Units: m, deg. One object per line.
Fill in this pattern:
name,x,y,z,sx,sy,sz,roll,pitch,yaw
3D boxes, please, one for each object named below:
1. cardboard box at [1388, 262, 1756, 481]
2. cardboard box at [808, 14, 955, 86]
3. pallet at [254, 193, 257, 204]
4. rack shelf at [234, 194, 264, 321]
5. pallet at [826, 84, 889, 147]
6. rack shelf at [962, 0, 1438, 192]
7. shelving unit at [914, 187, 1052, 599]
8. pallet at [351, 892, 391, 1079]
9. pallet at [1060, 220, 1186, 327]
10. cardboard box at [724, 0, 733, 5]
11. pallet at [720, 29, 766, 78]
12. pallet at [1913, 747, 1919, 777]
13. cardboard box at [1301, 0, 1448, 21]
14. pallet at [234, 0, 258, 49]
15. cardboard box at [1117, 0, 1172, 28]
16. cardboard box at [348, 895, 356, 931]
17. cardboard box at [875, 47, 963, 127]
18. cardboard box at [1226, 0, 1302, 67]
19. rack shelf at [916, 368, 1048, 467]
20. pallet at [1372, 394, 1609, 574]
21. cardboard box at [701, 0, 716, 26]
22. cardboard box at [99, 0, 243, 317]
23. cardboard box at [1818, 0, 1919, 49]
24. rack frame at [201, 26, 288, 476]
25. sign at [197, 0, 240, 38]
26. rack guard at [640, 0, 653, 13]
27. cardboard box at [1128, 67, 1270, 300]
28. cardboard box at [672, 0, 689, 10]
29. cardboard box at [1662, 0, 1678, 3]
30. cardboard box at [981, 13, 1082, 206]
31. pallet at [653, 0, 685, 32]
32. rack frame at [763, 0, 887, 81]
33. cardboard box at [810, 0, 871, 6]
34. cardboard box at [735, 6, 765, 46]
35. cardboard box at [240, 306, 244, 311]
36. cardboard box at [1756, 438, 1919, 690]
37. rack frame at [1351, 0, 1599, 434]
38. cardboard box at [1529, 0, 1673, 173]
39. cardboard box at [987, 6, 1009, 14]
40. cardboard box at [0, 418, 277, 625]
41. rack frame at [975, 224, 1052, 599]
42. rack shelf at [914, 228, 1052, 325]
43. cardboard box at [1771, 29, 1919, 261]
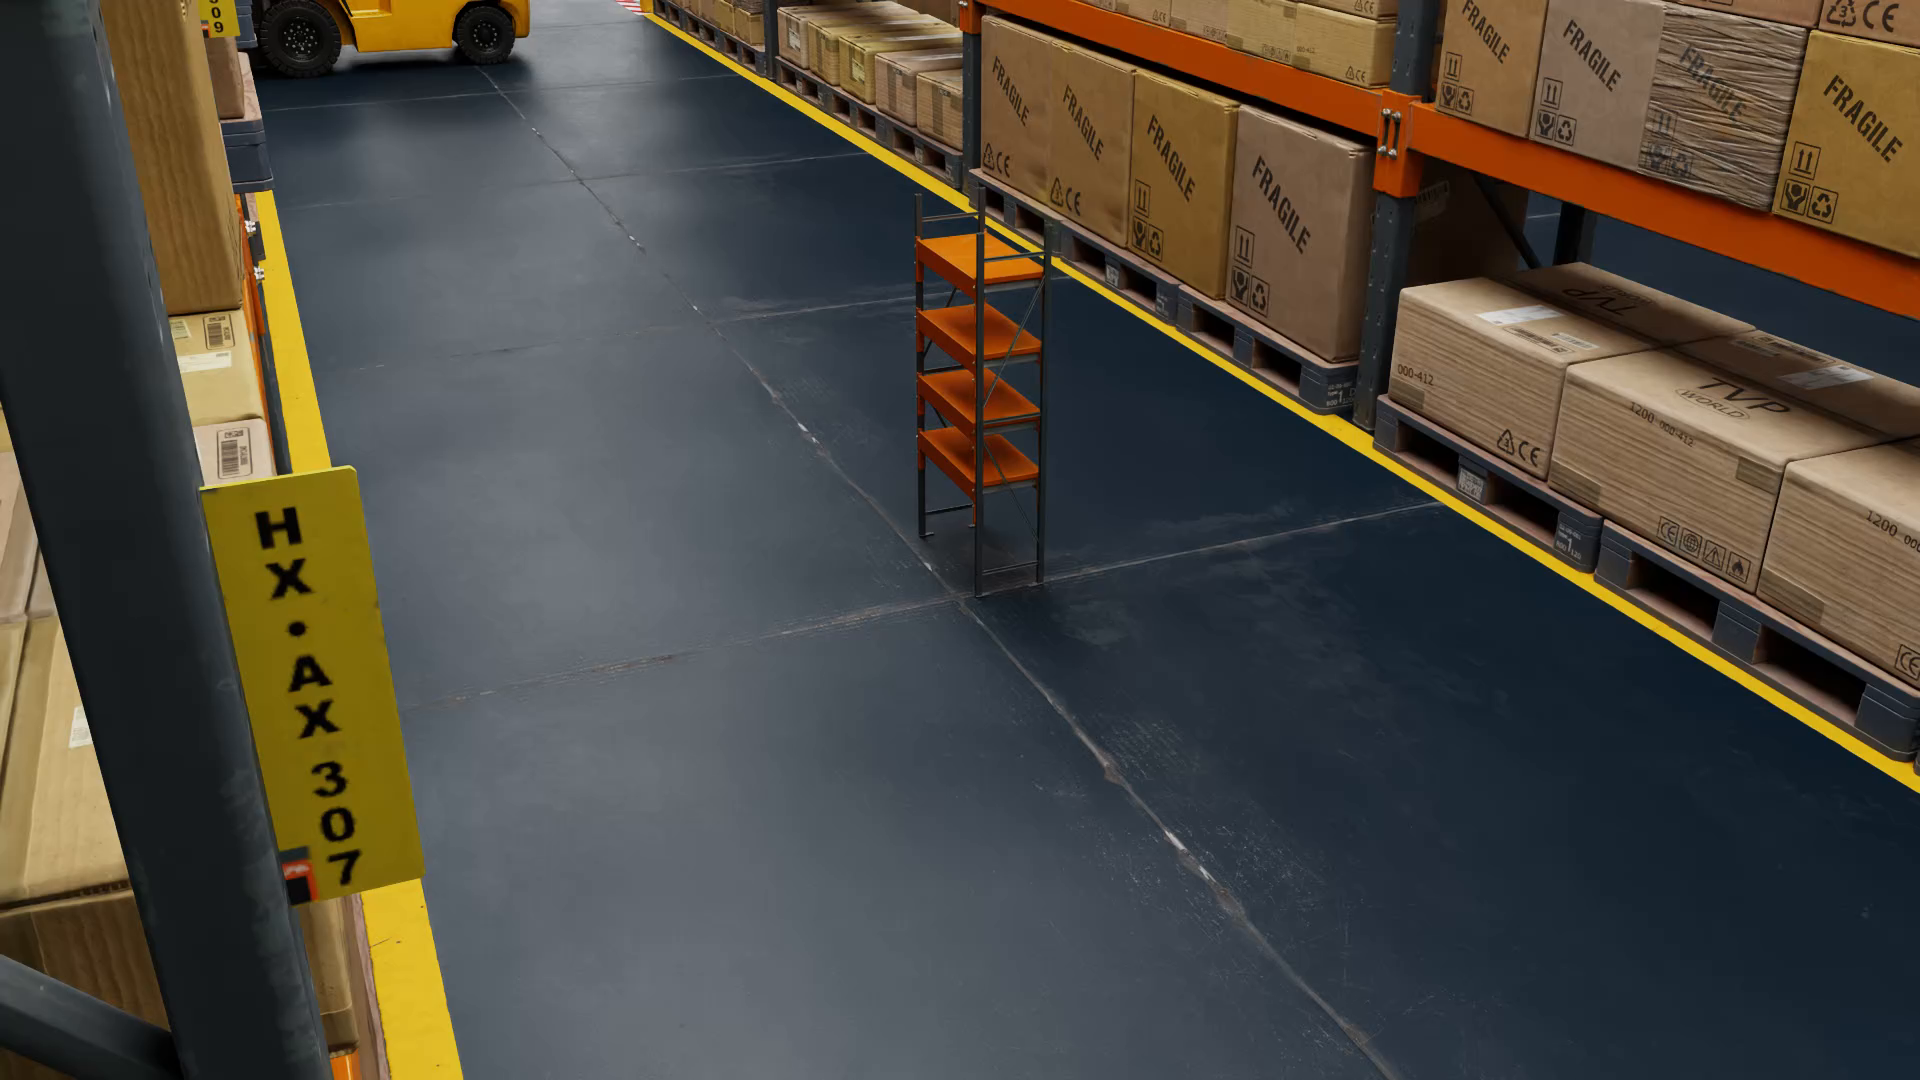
cardboard box,2.211,-0.645,6.095,0.875,0.438,0.875,-11,28,-21
cardboard box,-0.576,-3.616,12.255,0.950,0.372,0.625,-9,27,-17
pallet,-4.828,-2.218,10.052,1.003,0.211,1.213,-11,28,-21
rack shelf,-3.285,-1.510,6.243,1.077,0.370,4.000,-11,28,-21
pallet,-0.281,-3.049,11.755,1.003,0.211,1.213,-11,28,-21
rack shelf,1.281,-2.364,7.993,1.077,0.370,4.000,-11,28,-21
shelving unit,0.065,-0.472,5.350,0.258,1.200,0.503,-11,28,-21
pallet,-1.752,0.998,3.465,1.003,0.211,1.213,-11,28,-21
pallet,1.211,-1.419,8.415,1.003,0.211,1.213,-11,28,-21
cardboard box,-1.748,-4.797,13.958,0.500,0.500,0.500,-10,28,-20
pallet,-1.364,-4.122,13.951,1.003,0.211,1.213,-11,28,-21
pallet,3.246,0.679,4.120,1.003,0.211,1.213,-11,28,-21
cardboard box,1.668,-2.173,6.384,0.500,0.250,0.500,-11,28,-21
pallet,-3.738,-2.293,7.245,1.213,0.211,1.003,-11,28,-21
cardboard box,1.072,-2.571,7.768,0.500,0.250,0.500,-11,28,-21
cardboard box,-1.501,0.678,3.313,0.500,0.500,0.500,-10,28,-20
cardboard box,-0.011,-3.029,11.051,0.950,0.372,0.625,-11,28,-22
cardboard box,1.458,-2.156,6.918,0.500,0.250,0.500,-11,28,-21
rack shelf,0.065,-0.412,5.379,0.258,0.148,0.480,-11,28,-21
pallet,2.290,-0.306,6.137,1.003,0.211,1.213,-11,28,-21
cardboard box,-1.960,-4.675,14.561,0.500,0.250,0.500,-10,28,-20
cardboard box,-1.453,-0.649,2.638,0.500,0.500,0.500,-10,28,-19
cardboard box,2.605,-1.523,4.196,0.500,0.500,0.500,-11,28,-21
rack frame,-2.502,-1.026,4.432,1.000,3.000,0.127,-11,28,-21
sign,-2.005,-1.511,4.439,0.100,0.325,0.005,-11,28,-21
rack guard,-2.605,-5.570,16.589,1.175,0.500,0.348,-11,28,-21
cardboard box,1.387,-1.714,7.784,0.875,0.875,0.875,-10,28,-19
cardboard box,-2.381,-5.097,15.426,0.500,0.250,0.500,-10,28,-19
cardboard box,2.220,-1.935,5.042,0.500,0.500,0.500,-11,28,-21
cardboard box,0.692,-2.436,9.263,0.875,0.875,0.875,-11,28,-21
pallet,-2.320,-5.107,15.968,1.003,0.211,1.213,-11,28,-21
rack frame,-1.069,-5.110,12.796,1.000,3.000,0.127,-11,28,-21
cardboard box,-1.051,-4.684,13.726,0.500,0.500,0.500,-9,27,-18
cardboard box,-1.548,-4.255,13.702,0.500,0.250,0.500,-9,28,-18
cardboard box,-1.685,-0.525,3.238,0.500,0.250,0.500,-11,28,-21
cardboard box,2.914,0.080,4.609,0.875,0.438,0.875,-10,28,-19
rack frame,2.064,-1.880,6.182,1.000,3.000,0.127,-11,28,-21
cardboard box,2.200,-1.487,5.262,0.500,0.500,0.500,-10,28,-20
cardboard box,0.557,-4.645,13.830,0.500,0.500,0.500,-11,28,-21
cardboard box,-1.063,0.090,1.979,0.500,0.250,0.500,-10,28,-20
rack frame,0.160,-0.374,5.148,0.240,1.200,0.015,-11,28,-21
rack shelf,0.065,-0.825,5.177,0.258,0.148,0.480,-11,28,-21
cardboard box,2.591,-1.077,4.423,0.500,0.500,0.500,-10,28,-19
